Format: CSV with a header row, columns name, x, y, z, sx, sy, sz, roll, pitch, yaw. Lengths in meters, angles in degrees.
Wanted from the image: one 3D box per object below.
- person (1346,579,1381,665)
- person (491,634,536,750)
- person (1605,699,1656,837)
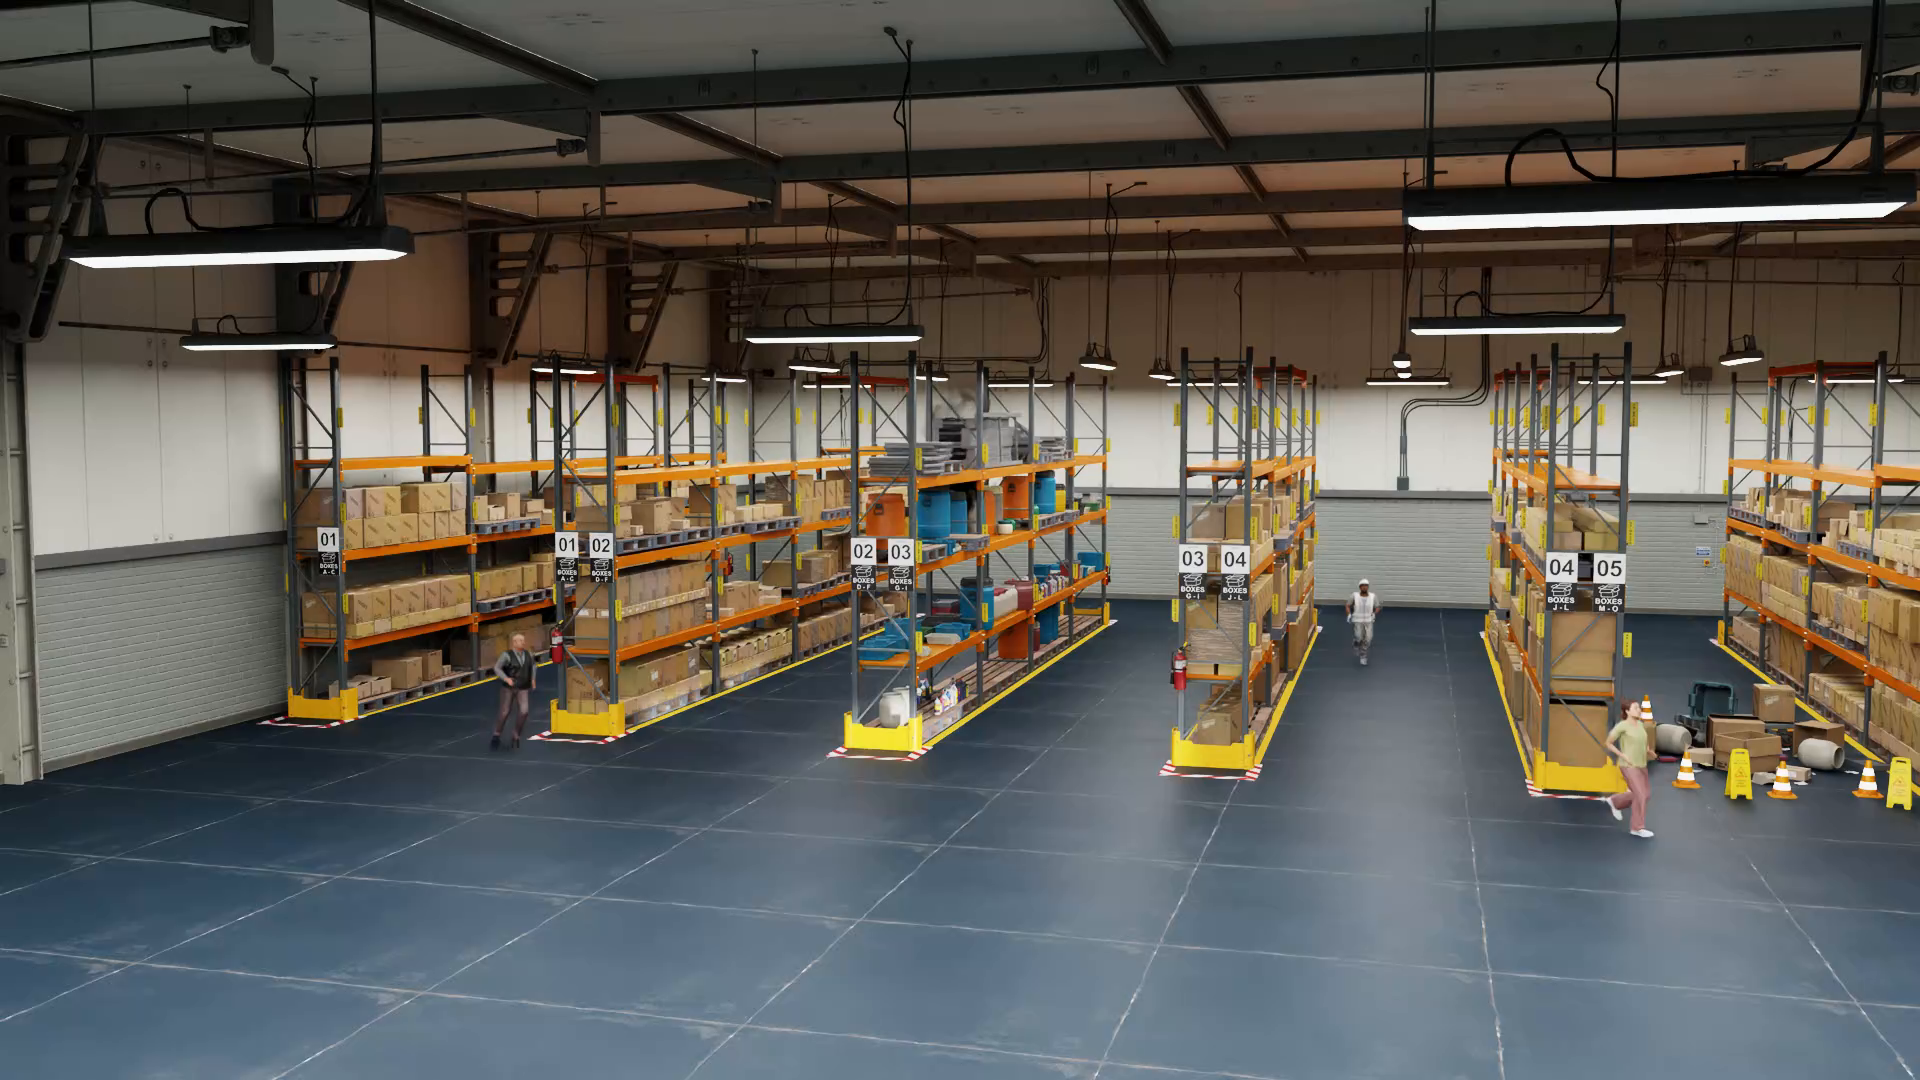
name,x,y,z,sx,sy,sz,roll,pitch,yaw
person,8.190,1.661,33.756,0.687,1.733,0.599,1,4,7
person,-6.762,2.307,25.356,0.728,1.742,0.695,-2,5,-31
person,8.062,2.724,20.031,0.584,1.611,0.724,-2,5,-28
